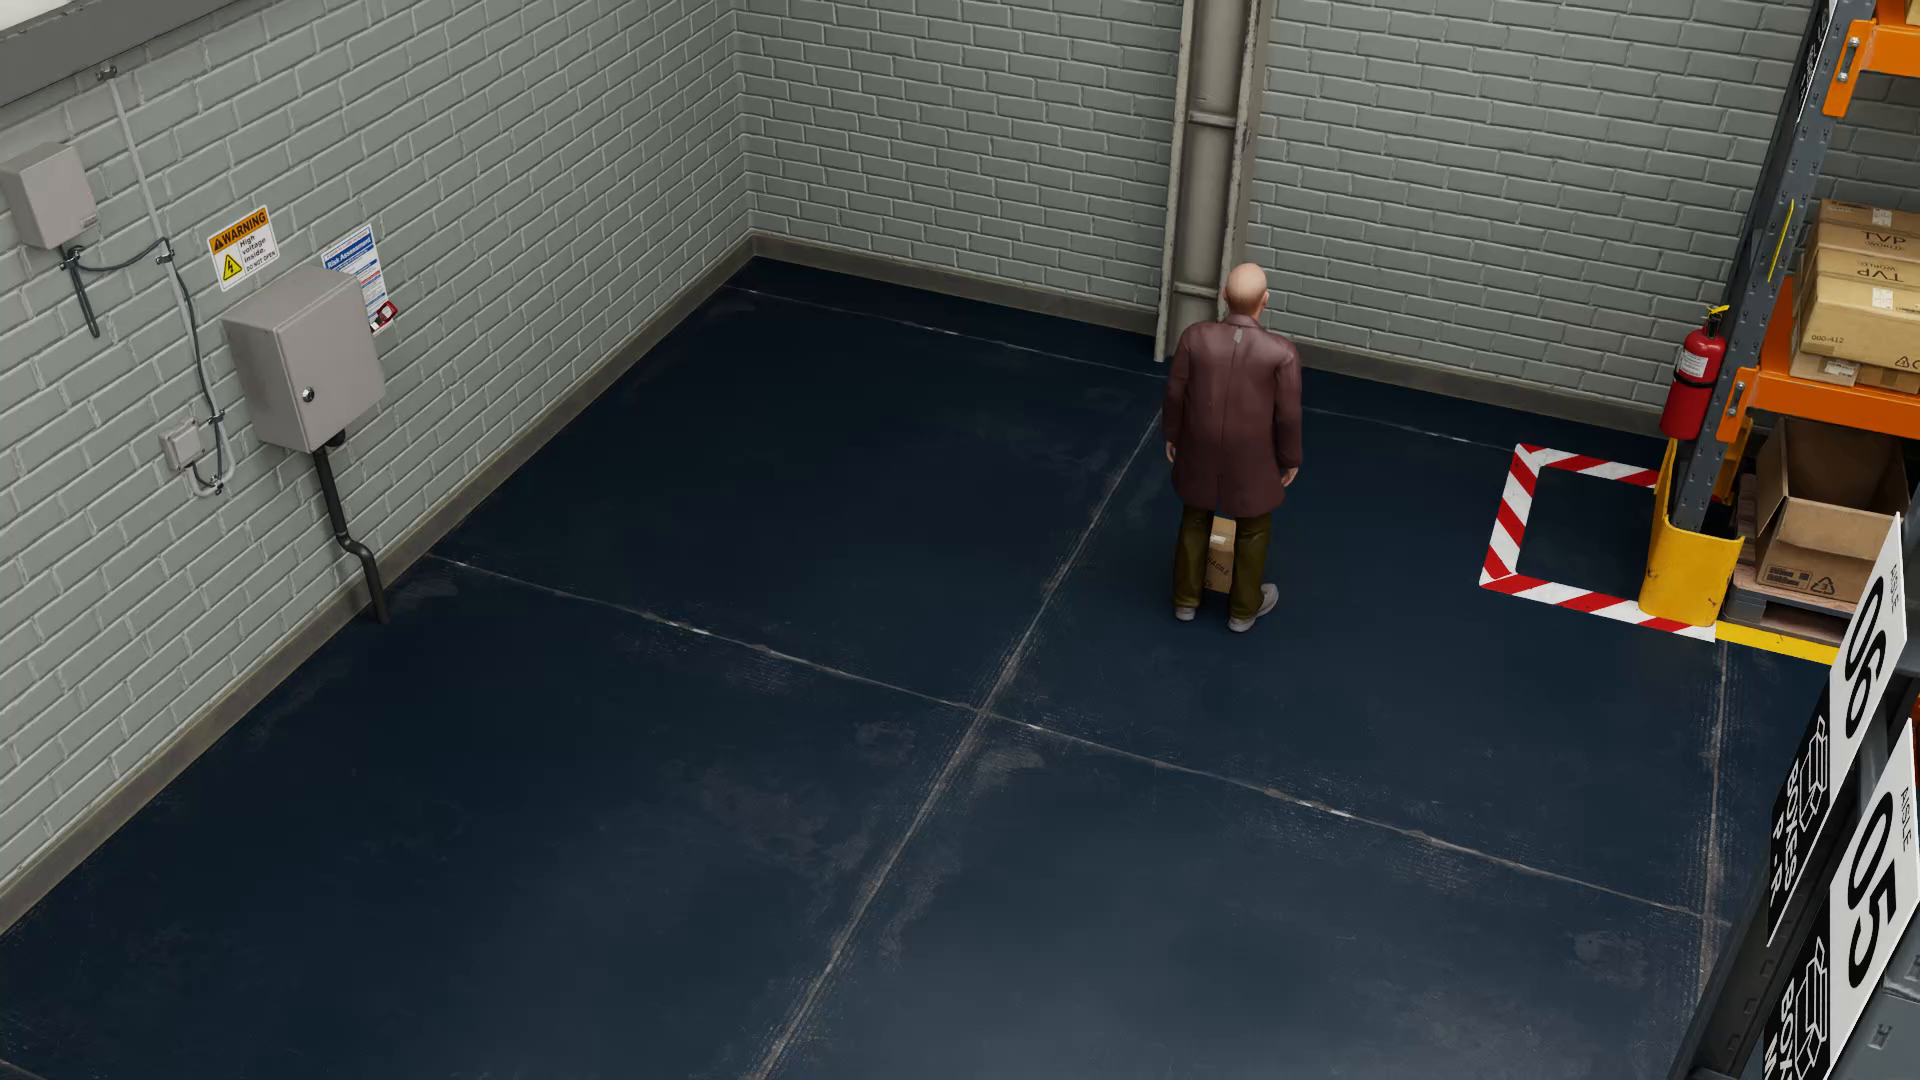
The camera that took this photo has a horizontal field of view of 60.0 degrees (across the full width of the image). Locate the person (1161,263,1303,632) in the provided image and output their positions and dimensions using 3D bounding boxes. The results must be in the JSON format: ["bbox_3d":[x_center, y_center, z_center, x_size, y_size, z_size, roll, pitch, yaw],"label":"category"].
[{"bbox_3d":[1.194,-0.393,7.355,0.644,1.774,0.426,14,39,18],"label":"person"}]
